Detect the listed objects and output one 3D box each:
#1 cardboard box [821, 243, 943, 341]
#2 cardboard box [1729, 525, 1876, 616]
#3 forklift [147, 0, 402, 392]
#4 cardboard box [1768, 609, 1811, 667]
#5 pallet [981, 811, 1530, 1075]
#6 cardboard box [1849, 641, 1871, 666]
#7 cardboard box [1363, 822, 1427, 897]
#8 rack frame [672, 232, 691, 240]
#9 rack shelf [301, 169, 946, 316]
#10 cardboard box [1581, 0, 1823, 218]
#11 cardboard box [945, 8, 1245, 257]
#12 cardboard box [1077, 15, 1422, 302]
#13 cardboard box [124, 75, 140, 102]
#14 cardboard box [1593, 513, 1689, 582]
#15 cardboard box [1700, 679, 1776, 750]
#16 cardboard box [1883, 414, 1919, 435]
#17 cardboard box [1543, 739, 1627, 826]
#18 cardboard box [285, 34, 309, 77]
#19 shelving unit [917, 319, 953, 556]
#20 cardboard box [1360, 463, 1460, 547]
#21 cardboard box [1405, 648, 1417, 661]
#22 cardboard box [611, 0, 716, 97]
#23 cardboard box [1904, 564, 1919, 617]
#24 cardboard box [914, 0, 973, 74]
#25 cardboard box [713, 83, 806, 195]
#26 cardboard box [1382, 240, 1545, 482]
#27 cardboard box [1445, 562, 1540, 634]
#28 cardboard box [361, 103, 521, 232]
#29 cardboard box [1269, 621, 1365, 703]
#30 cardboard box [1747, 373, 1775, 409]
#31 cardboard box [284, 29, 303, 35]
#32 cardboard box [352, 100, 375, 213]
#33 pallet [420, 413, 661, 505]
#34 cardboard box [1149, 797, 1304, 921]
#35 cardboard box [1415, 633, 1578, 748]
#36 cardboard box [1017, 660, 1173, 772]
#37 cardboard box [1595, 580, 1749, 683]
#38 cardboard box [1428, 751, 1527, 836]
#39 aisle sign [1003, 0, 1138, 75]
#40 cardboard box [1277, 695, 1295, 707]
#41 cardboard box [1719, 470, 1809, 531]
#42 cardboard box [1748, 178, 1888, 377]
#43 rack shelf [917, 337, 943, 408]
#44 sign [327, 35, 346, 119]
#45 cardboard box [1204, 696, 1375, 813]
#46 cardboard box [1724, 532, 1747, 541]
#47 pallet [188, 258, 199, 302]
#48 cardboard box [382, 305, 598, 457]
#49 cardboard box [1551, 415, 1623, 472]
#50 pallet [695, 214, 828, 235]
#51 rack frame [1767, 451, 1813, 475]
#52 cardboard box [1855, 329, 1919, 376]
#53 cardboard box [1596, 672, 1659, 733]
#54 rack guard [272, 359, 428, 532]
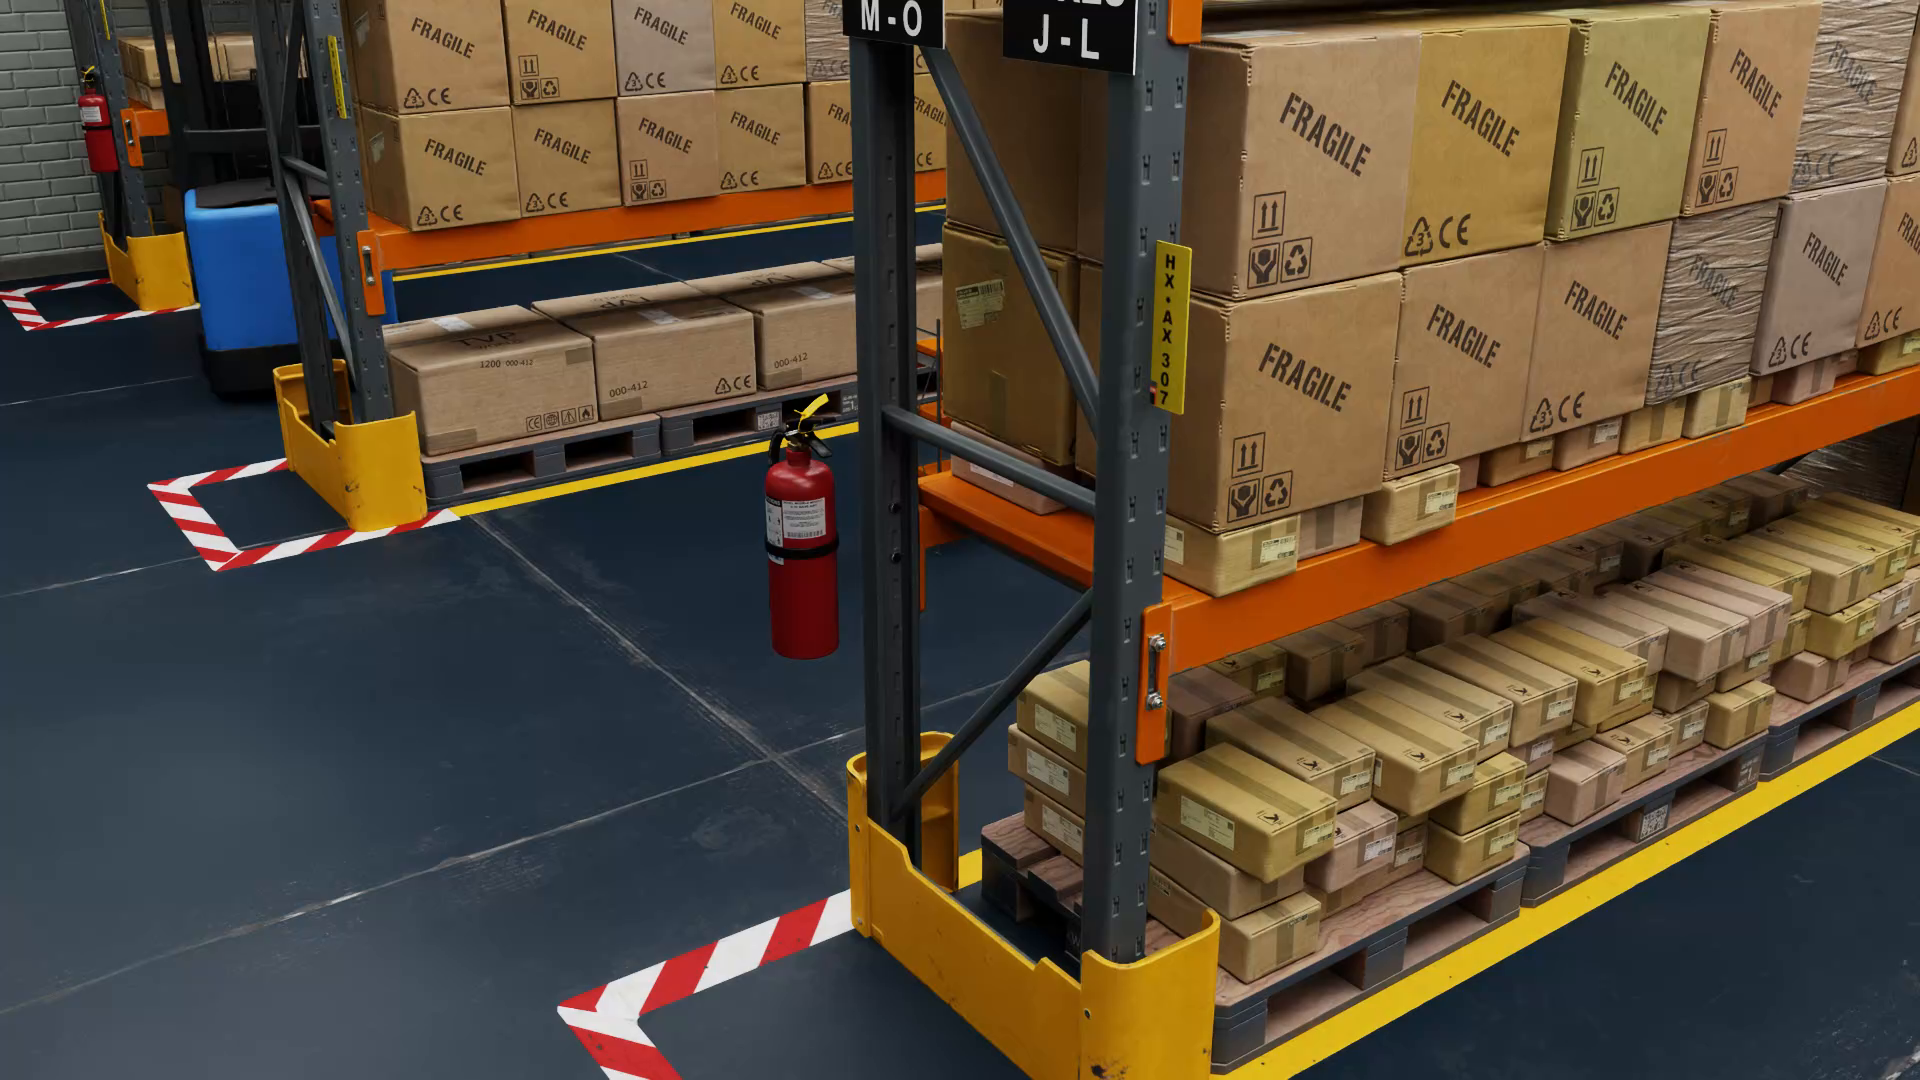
[{"bbox_3d":[-0.213,-1.404,9.757,0.875,0.438,0.875,-15,26,-34],"label":"cardboard box"},{"bbox_3d":[2.814,0.096,5.585,0.250,0.149,0.380,-15,26,-33],"label":"cardboard box"},{"bbox_3d":[-4.274,-2.695,10.195,1.130,2.935,3.031,-9,24,-22],"label":"forklift"},{"bbox_3d":[2.582,0.270,5.551,0.250,0.149,0.380,-15,26,-32],"label":"cardboard box"},{"bbox_3d":[0.827,0.944,4.745,1.213,0.211,1.003,-15,26,-33],"label":"pallet"},{"bbox_3d":[2.953,0.313,5.846,0.250,0.149,0.380,-14,26,-31],"label":"cardboard box"},{"bbox_3d":[1.060,0.806,4.610,0.250,0.149,0.380,-15,26,-32],"label":"cardboard box"},{"bbox_3d":[-2.542,-3.995,13.360,0.127,3.000,1.000,-15,26,-33],"label":"rack frame"},{"bbox_3d":[-1.264,-1.735,8.668,4.000,0.370,1.077,-15,26,-33],"label":"rack shelf"},{"bbox_3d":[1.858,-1.164,4.380,0.500,0.500,0.500,-16,27,-34],"label":"cardboard box"},{"bbox_3d":[0.312,-0.992,3.950,0.500,0.500,0.500,-16,27,-34],"label":"cardboard box"},{"bbox_3d":[0.605,-0.835,3.557,0.500,0.500,0.500,-15,26,-33],"label":"cardboard box"},{"bbox_3d":[-5.677,-3.165,11.619,0.250,0.149,0.380,-15,26,-33],"label":"cardboard box"},{"bbox_3d":[2.299,0.005,5.815,0.250,0.149,0.380,-16,27,-34],"label":"cardboard box"},{"bbox_3d":[2.373,0.506,5.362,0.250,0.149,0.380,-15,26,-33],"label":"cardboard box"},{"bbox_3d":[3.789,-0.655,6.784,0.500,0.250,0.500,-16,27,-34],"label":"cardboard box"},{"bbox_3d":[1.736,0.672,4.946,0.250,0.149,0.380,-16,27,-35],"label":"cardboard box"},{"bbox_3d":[-4.445,-3.434,11.757,0.500,0.250,0.500,-16,26,-34],"label":"cardboard box"},{"bbox_3d":[-0.043,-0.476,7.173,0.252,1.050,0.215,-15,26,-33],"label":"shelving unit"},{"bbox_3d":[0.972,-0.134,4.023,0.250,0.149,0.380,-16,27,-34],"label":"cardboard box"},{"bbox_3d":[1.400,0.343,5.369,0.250,0.149,0.380,-13,25,-30],"label":"cardboard box"},{"bbox_3d":[-1.503,-2.393,7.862,0.500,0.500,0.500,-15,26,-33],"label":"cardboard box"},{"bbox_3d":[3.262,0.120,5.927,0.250,0.149,0.380,-14,26,-32],"label":"cardboard box"},{"bbox_3d":[-0.279,-2.720,8.683,0.500,0.500,0.500,-15,26,-34],"label":"cardboard box"},{"bbox_3d":[-1.116,-2.036,8.317,0.500,0.500,0.500,-14,26,-31],"label":"cardboard box"},{"bbox_3d":[1.031,-0.491,4.044,0.500,0.500,0.500,-15,26,-33],"label":"cardboard box"},{"bbox_3d":[1.648,0.161,5.424,0.250,0.149,0.380,-15,26,-33],"label":"cardboard box"},{"bbox_3d":[-2.330,-1.700,7.475,0.500,0.500,0.500,-15,26,-33],"label":"cardboard box"},{"bbox_3d":[0.988,0.324,5.013,0.250,0.149,0.380,-16,27,-35],"label":"cardboard box"},{"bbox_3d":[2.175,-0.502,4.947,0.250,0.149,0.380,-15,26,-34],"label":"cardboard box"},{"bbox_3d":[-4.747,-3.594,12.156,0.500,0.250,0.500,-14,26,-31],"label":"cardboard box"},{"bbox_3d":[-2.650,-1.867,7.893,0.500,0.500,0.500,-15,26,-33],"label":"cardboard box"},{"bbox_3d":[-2.284,-0.538,8.460,1.213,0.211,1.003,-15,26,-33],"label":"pallet"},{"bbox_3d":[0.661,0.786,4.259,0.250,0.149,0.380,-14,26,-31],"label":"cardboard box"},{"bbox_3d":[1.526,0.425,4.762,0.250,0.149,0.380,-14,26,-31],"label":"cardboard box"},{"bbox_3d":[0.367,0.493,4.591,0.250,0.149,0.380,-15,26,-32],"label":"cardboard box"},{"bbox_3d":[2.180,0.278,5.131,0.250,0.149,0.380,-16,27,-35],"label":"cardboard box"},{"bbox_3d":[1.335,0.641,4.622,0.250,0.149,0.380,-14,26,-31],"label":"cardboard box"},{"bbox_3d":[0.201,-1.270,3.025,0.004,0.787,0.394,-15,26,-33],"label":"aisle sign"},{"bbox_3d":[0.768,0.509,4.953,0.250,0.149,0.380,-16,27,-35],"label":"cardboard box"},{"bbox_3d":[2.932,-0.170,6.252,0.250,0.149,0.380,-14,26,-31],"label":"cardboard box"},{"bbox_3d":[2.278,-0.811,4.844,0.500,0.500,0.500,-15,26,-33],"label":"cardboard box"},{"bbox_3d":[-0.043,-0.730,7.072,0.240,0.259,0.215,-15,26,-33],"label":"rack shelf"},{"bbox_3d":[-2.568,-1.907,6.853,0.005,0.325,0.100,-15,26,-33],"label":"sign"},{"bbox_3d":[0.863,0.577,4.381,0.250,0.149,0.380,-14,26,-32],"label":"cardboard box"},{"bbox_3d":[2.698,0.020,6.178,0.250,0.149,0.380,-15,26,-32],"label":"cardboard box"},{"bbox_3d":[-5.081,-2.023,12.182,1.213,0.211,1.003,-15,26,-33],"label":"pallet"},{"bbox_3d":[-2.410,-0.814,8.280,0.875,0.438,0.875,-16,27,-35],"label":"cardboard box"},{"bbox_3d":[1.554,-0.327,4.508,0.250,0.149,0.380,-16,27,-34],"label":"cardboard box"},{"bbox_3d":[-1.904,-2.887,14.347,1.213,0.211,1.003,-15,26,-33],"label":"pallet"},{"bbox_3d":[3.332,-1.035,5.943,0.127,3.000,1.000,-15,26,-33],"label":"rack frame"},{"bbox_3d":[2.840,-0.658,5.336,0.250,0.149,0.380,-14,26,-31],"label":"cardboard box"},{"bbox_3d":[1.916,0.428,5.155,0.250,0.149,0.380,-14,25,-30],"label":"cardboard box"},{"bbox_3d":[-2.907,-0.470,7.900,0.348,0.500,1.175,-15,26,-33],"label":"rack guard"}]
